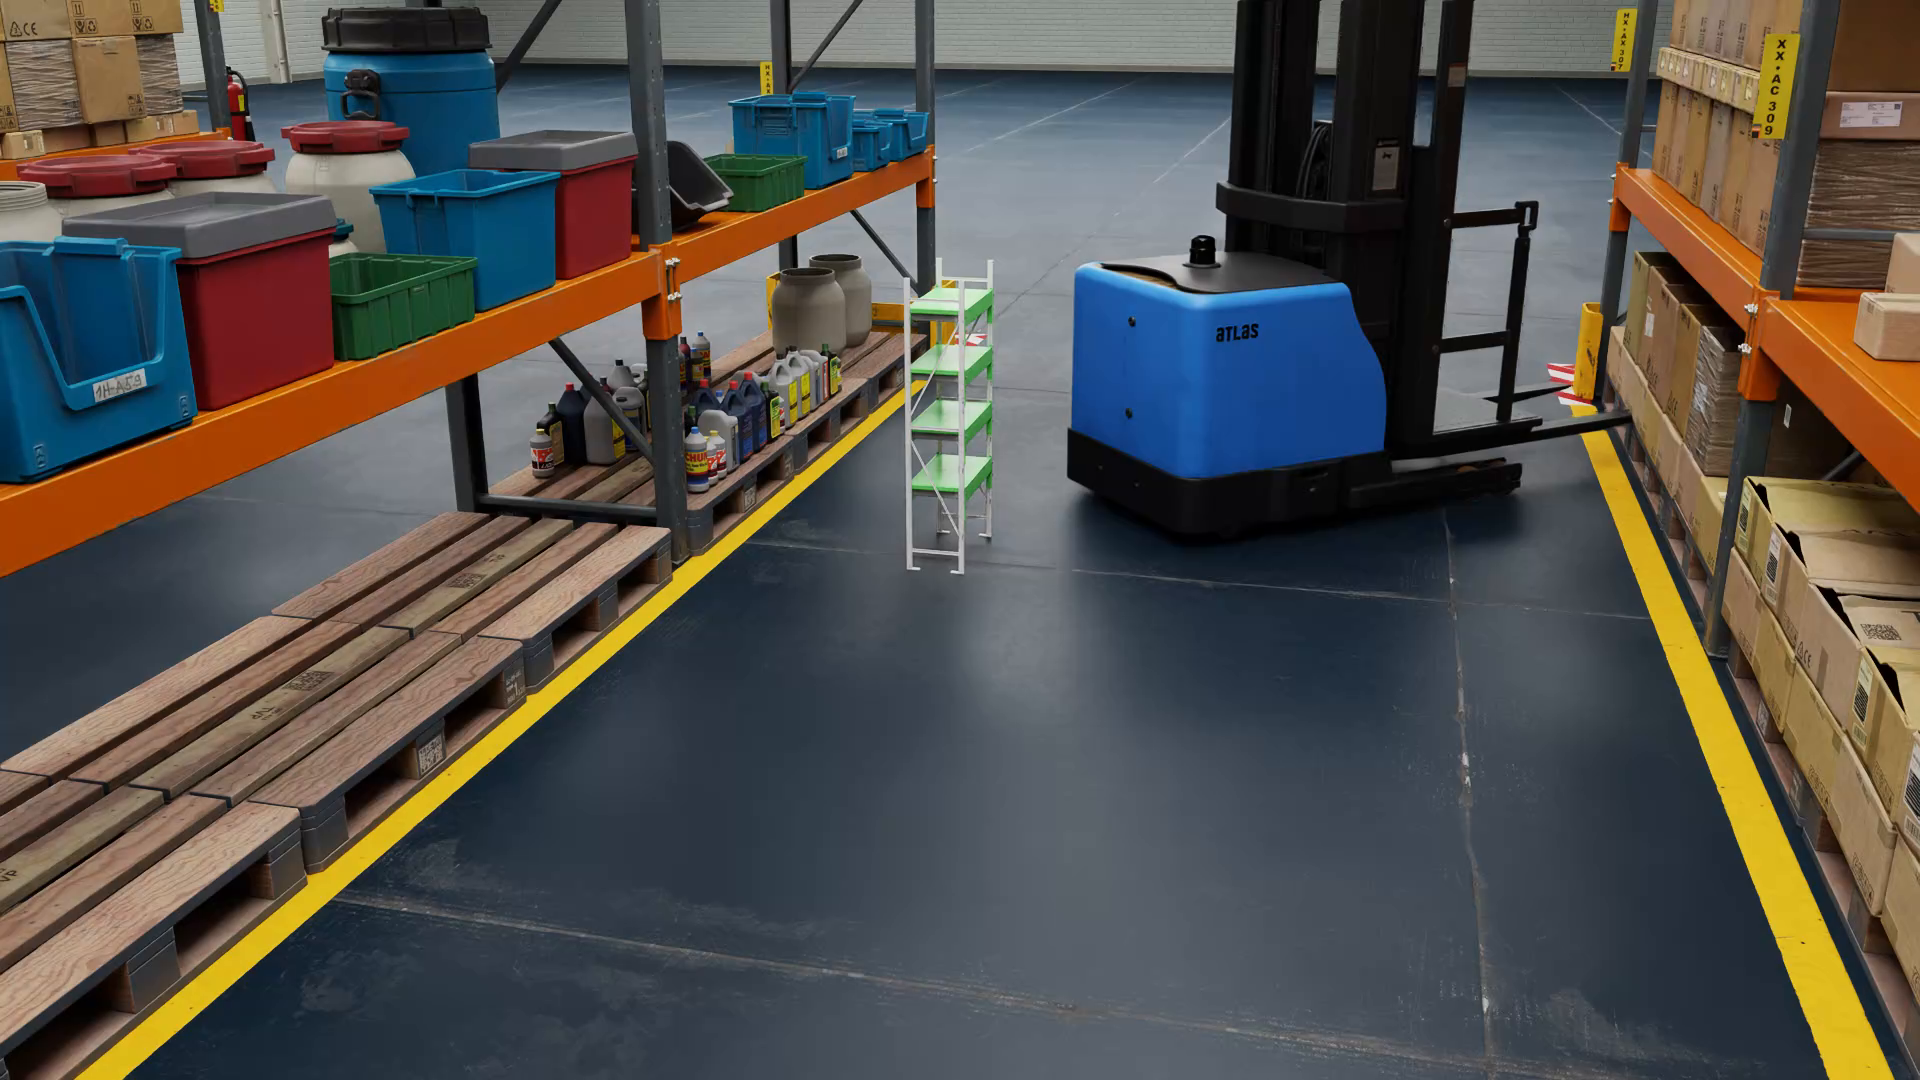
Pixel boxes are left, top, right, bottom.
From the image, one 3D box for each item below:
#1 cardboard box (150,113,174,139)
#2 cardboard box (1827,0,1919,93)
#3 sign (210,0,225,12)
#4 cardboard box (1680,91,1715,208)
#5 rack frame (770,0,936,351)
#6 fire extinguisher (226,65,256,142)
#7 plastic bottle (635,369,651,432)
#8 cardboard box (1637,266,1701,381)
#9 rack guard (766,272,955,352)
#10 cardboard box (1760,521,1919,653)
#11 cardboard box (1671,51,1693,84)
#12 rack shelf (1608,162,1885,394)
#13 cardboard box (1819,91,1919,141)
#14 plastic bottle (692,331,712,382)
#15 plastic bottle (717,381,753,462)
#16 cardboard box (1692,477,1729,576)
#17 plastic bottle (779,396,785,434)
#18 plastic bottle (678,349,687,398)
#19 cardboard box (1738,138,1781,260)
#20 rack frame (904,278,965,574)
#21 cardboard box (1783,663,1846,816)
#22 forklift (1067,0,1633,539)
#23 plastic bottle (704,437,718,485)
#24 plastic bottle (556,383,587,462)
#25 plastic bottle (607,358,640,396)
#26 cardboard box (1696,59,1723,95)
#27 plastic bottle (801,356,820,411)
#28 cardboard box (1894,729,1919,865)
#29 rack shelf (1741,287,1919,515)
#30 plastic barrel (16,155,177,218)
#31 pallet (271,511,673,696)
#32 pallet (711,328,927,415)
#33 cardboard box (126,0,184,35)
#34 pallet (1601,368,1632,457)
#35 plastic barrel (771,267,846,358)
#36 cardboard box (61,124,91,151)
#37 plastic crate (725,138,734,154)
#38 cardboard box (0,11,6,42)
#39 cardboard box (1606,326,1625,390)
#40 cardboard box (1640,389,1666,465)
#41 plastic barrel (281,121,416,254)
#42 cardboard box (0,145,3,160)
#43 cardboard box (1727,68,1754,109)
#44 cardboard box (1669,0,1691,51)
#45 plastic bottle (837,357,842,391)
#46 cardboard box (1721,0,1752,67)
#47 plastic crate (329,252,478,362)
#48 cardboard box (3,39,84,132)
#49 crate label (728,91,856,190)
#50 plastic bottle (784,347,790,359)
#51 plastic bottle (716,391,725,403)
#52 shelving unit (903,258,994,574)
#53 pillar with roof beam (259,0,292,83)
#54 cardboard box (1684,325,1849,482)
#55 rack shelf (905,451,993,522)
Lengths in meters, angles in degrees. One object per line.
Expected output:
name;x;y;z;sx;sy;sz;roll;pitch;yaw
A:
cardboard box;-5.387;-2.708;10.864;0.380;0.149;0.250;5;19;13
cardboard box;3.275;-1.775;5.581;0.700;0.500;0.500;5;19;14
sign;-4.922;-3.658;10.977;0.100;0.325;0.005;5;19;13
cardboard box;3.773;-1.809;7.689;0.700;0.500;0.500;5;19;14
rack frame;-0.653;-2.620;10.217;1.000;3.000;0.127;5;19;13
fire extinguisher;-4.981;-2.974;11.373;0.296;0.674;0.183;5;19;13
plastic bottle;-1.521;-0.675;8.044;0.061;0.283;0.133;5;19;13
cardboard box;3.573;-1.015;7.962;0.500;0.500;0.500;5;19;13
rack guard;-0.626;-1.409;10.541;1.175;0.500;0.348;5;19;13
cardboard box;2.702;0.130;4.904;0.500;0.311;0.500;4;19;13
cardboard box;3.721;-2.315;8.166;0.380;0.149;0.250;5;19;14
rack shelf;3.661;-1.260;7.349;1.077;0.370;4.000;5;19;13
cardboard box;3.031;-1.430;5.576;0.380;0.149;0.250;5;19;13
plastic bottle;-1.398;-0.993;8.995;0.097;0.271;0.097;0;19;0
plastic bottle;-1.030;-0.541;7.548;0.144;0.351;0.185;5;20;15
cardboard box;3.074;-0.034;6.250;0.500;0.250;0.500;5;19;13
plastic bottle;-0.892;-0.616;8.000;0.097;0.201;0.097;0;19;0
plastic bottle;-1.482;-0.886;8.681;0.097;0.271;0.097;0;19;0
cardboard box;3.397;-1.326;6.276;0.700;0.500;0.500;4;19;13
rack frame;-0.100;-0.439;6.618;0.240;1.200;0.015;5;19;13
cardboard box;2.583;0.558;4.517;0.500;0.250;0.500;4;19;12
forklift;2.055;-1.704;7.643;3.031;2.935;1.130;-9;21;-25
plastic bottle;-1.102;-0.347;7.212;0.097;0.201;0.097;0;19;0
plastic bottle;-1.752;-0.545;7.561;0.144;0.351;0.185;4;19;12
plastic bottle;-1.626;-0.707;8.034;0.144;0.351;0.185;5;19;13
cardboard box;3.532;-2.072;7.455;0.380;0.149;0.250;4;19;13
plastic bottle;-0.798;-0.809;8.447;0.152;0.276;0.135;4;19;12
cardboard box;2.331;0.612;3.492;0.500;0.311;0.500;5;19;13
rack shelf;2.684;-0.006;3.679;1.077;0.370;4.000;5;19;13
plastic barrel;-2.361;-0.782;4.627;0.433;0.535;0.433;0;19;0
pallet;-1.784;0.203;6.268;1.003;0.211;1.213;5;19;13
pallet;-0.829;-1.019;9.843;1.003;0.211;1.213;5;19;13
cardboard box;-5.350;-3.480;10.575;0.500;0.500;0.500;5;19;13
pallet;4.003;-0.665;8.808;1.003;0.211;1.213;5;19;13
plastic barrel;-0.862;-1.272;9.470;0.421;0.512;0.421;0;19;0
cardboard box;-5.575;-2.474;10.177;0.380;0.149;0.250;5;19;13
plastic crate;-1.183;-2.240;9.513;0.298;0.136;0.250;5;19;13
cardboard box;-5.722;-3.011;9.199;0.500;0.500;0.500;5;19;13
cardboard box;3.803;-0.975;9.004;0.500;0.250;0.500;5;19;13
cardboard box;3.435;-0.504;7.628;0.500;0.250;0.500;5;19;13
plastic barrel;-2.076;-1.148;5.697;0.433;0.535;0.433;0;19;0
cardboard box;-5.718;-2.235;9.480;0.380;0.149;0.250;5;19;13
cardboard box;3.343;-1.828;6.741;0.380;0.149;0.250;5;20;15
cardboard box;4.010;-2.727;8.369;0.700;0.500;0.500;5;19;14
plastic bottle;-0.676;-0.894;8.812;0.097;0.201;0.097;0;19;0
cardboard box;3.642;-2.247;6.962;0.700;0.500;0.500;5;19;13
plastic crate;-1.782;-0.698;4.917;0.450;0.188;0.662;5;19;13
cardboard box;-5.786;-2.709;9.864;0.875;0.500;0.500;5;19;13
crate label;-0.840;-2.038;8.460;0.502;0.435;0.616;5;19;13
plastic bottle;-0.868;-0.864;8.598;0.061;0.283;0.133;5;19;13
plastic bottle;-1.112;-0.558;7.722;0.097;0.271;0.097;0;19;0
shelving unit;-0.040;-0.516;6.842;0.258;1.200;0.503;5;19;13
pillar with roof beam;-10.885;-14.059;34.426;9.100;9.000;0.400;5;19;13
cardboard box;3.207;-0.545;6.585;0.500;0.500;0.500;5;19;13
rack shelf;-0.040;-0.228;6.940;0.258;0.148;0.480;5;19;13
